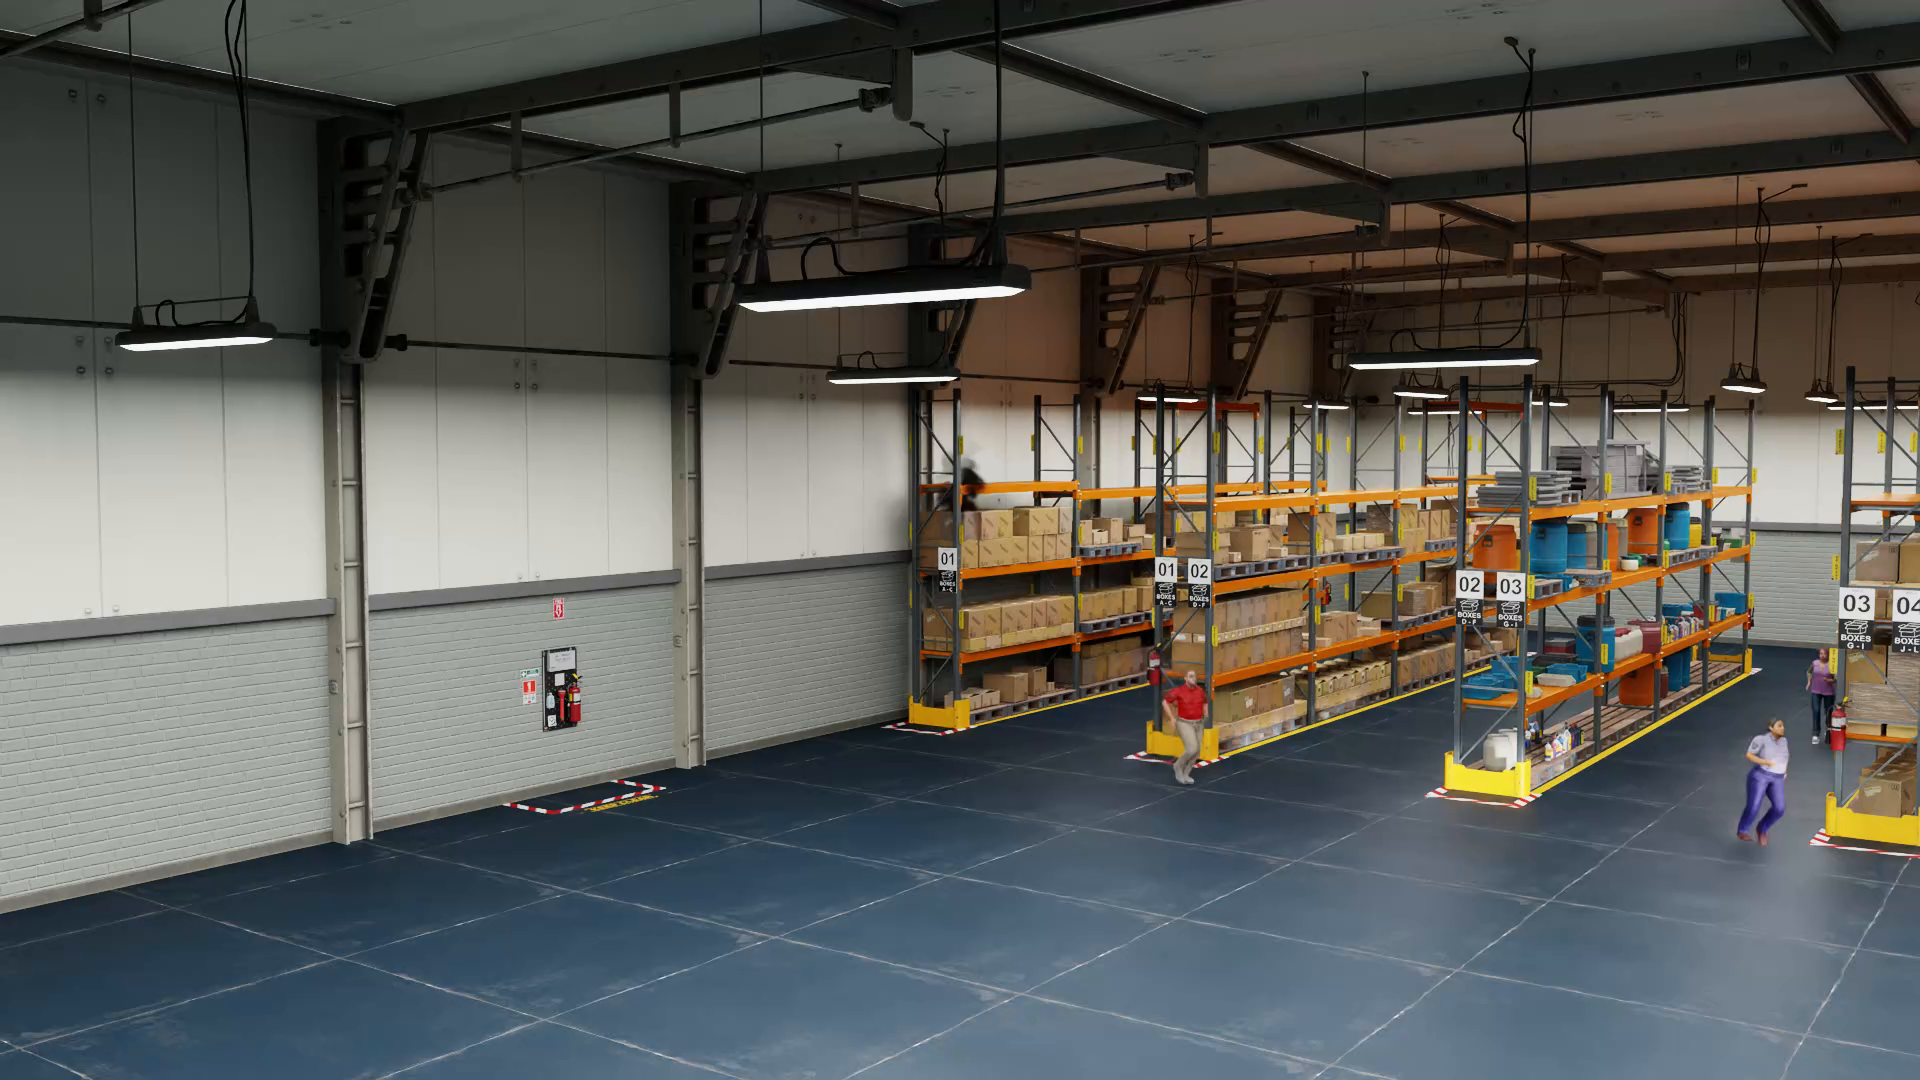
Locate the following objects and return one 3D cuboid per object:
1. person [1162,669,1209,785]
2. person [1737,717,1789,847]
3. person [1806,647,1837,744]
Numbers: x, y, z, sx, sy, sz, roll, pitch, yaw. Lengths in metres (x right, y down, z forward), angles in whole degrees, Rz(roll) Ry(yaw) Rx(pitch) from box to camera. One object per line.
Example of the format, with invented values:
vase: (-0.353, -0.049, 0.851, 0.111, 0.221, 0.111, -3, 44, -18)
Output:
person: (3.396, 2.750, 24.400, 0.649, 1.692, 0.653, -2, 4, -30)
person: (10.143, 3.027, 20.801, 0.621, 1.629, 0.624, 0, 3, 1)
person: (14.501, 2.590, 27.958, 0.537, 1.585, 0.894, 2, 4, 35)
